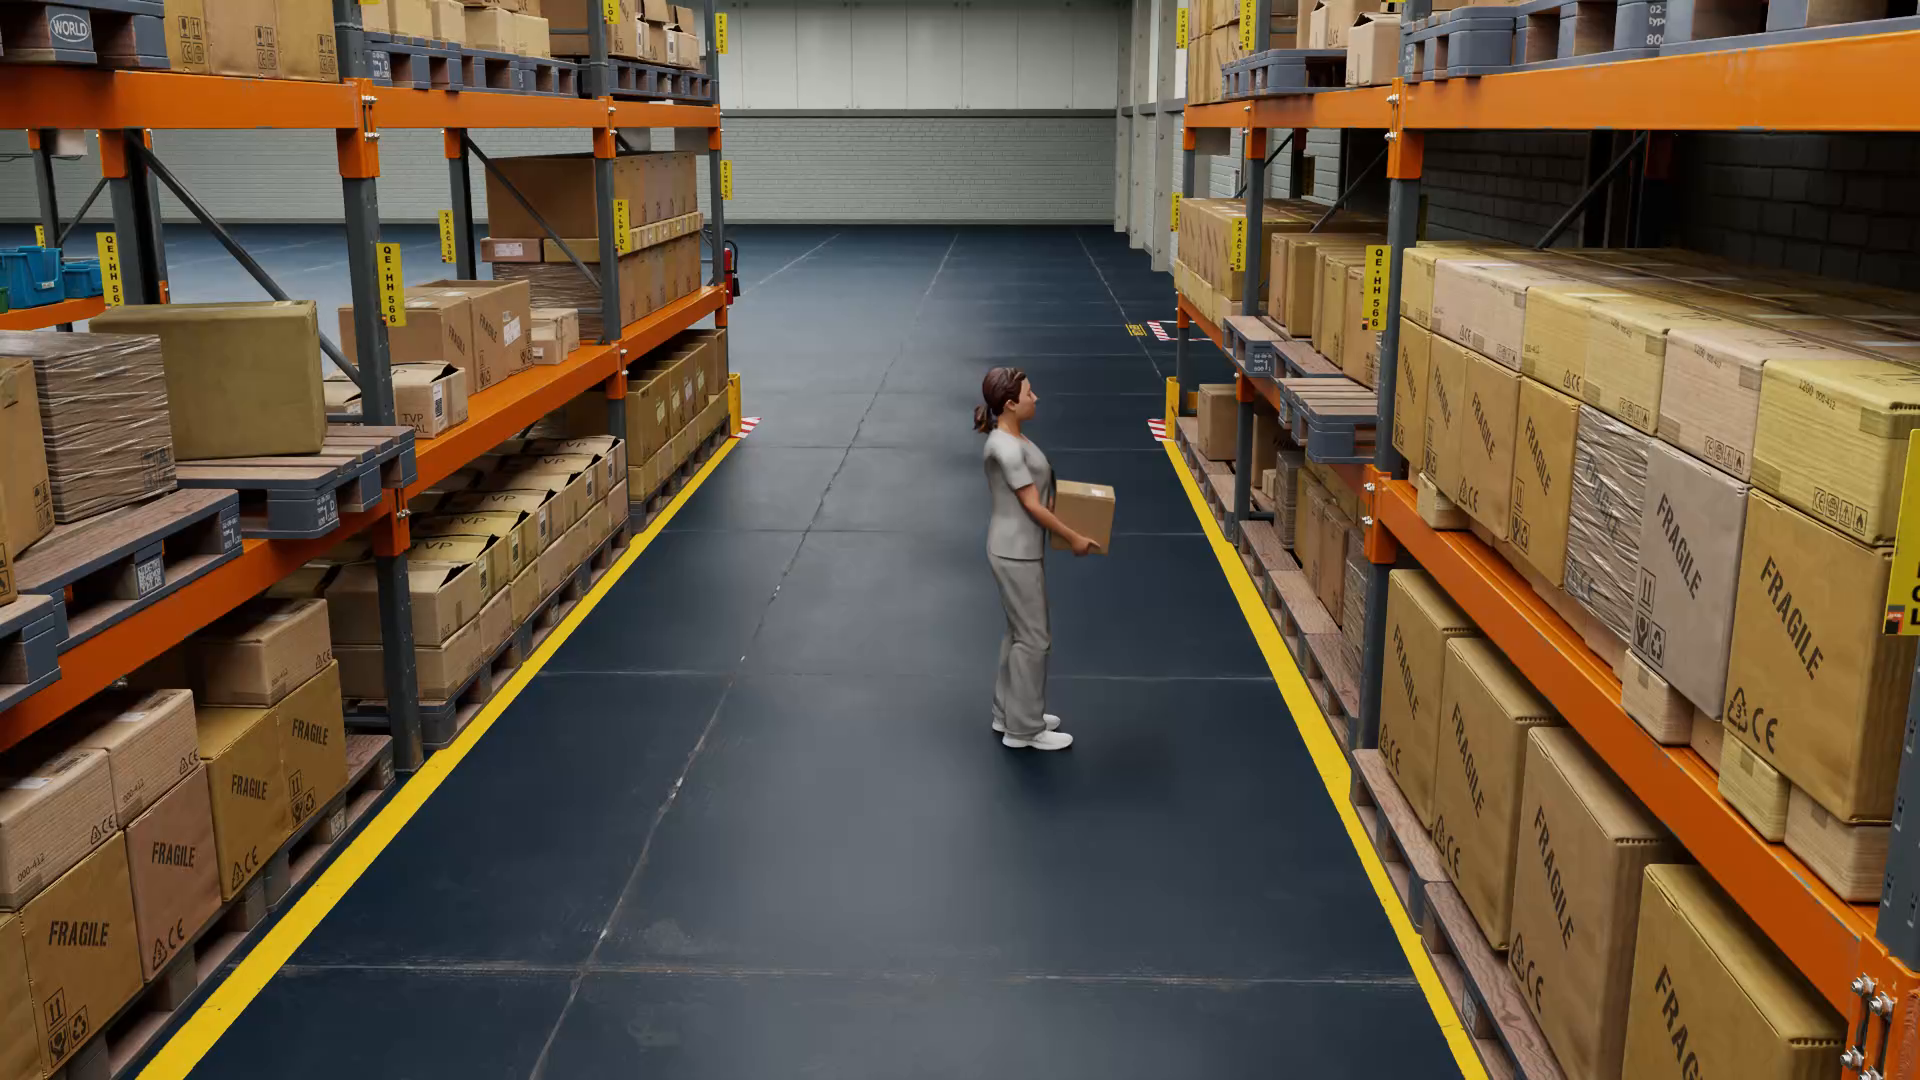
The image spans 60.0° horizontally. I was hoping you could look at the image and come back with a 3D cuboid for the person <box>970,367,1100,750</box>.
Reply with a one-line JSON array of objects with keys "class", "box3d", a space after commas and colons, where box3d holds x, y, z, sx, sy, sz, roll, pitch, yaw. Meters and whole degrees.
[{"class": "person", "box3d": [0.322, 0.077, 7.222, 0.561, 1.662, 0.436, 1, 14, 3]}]
